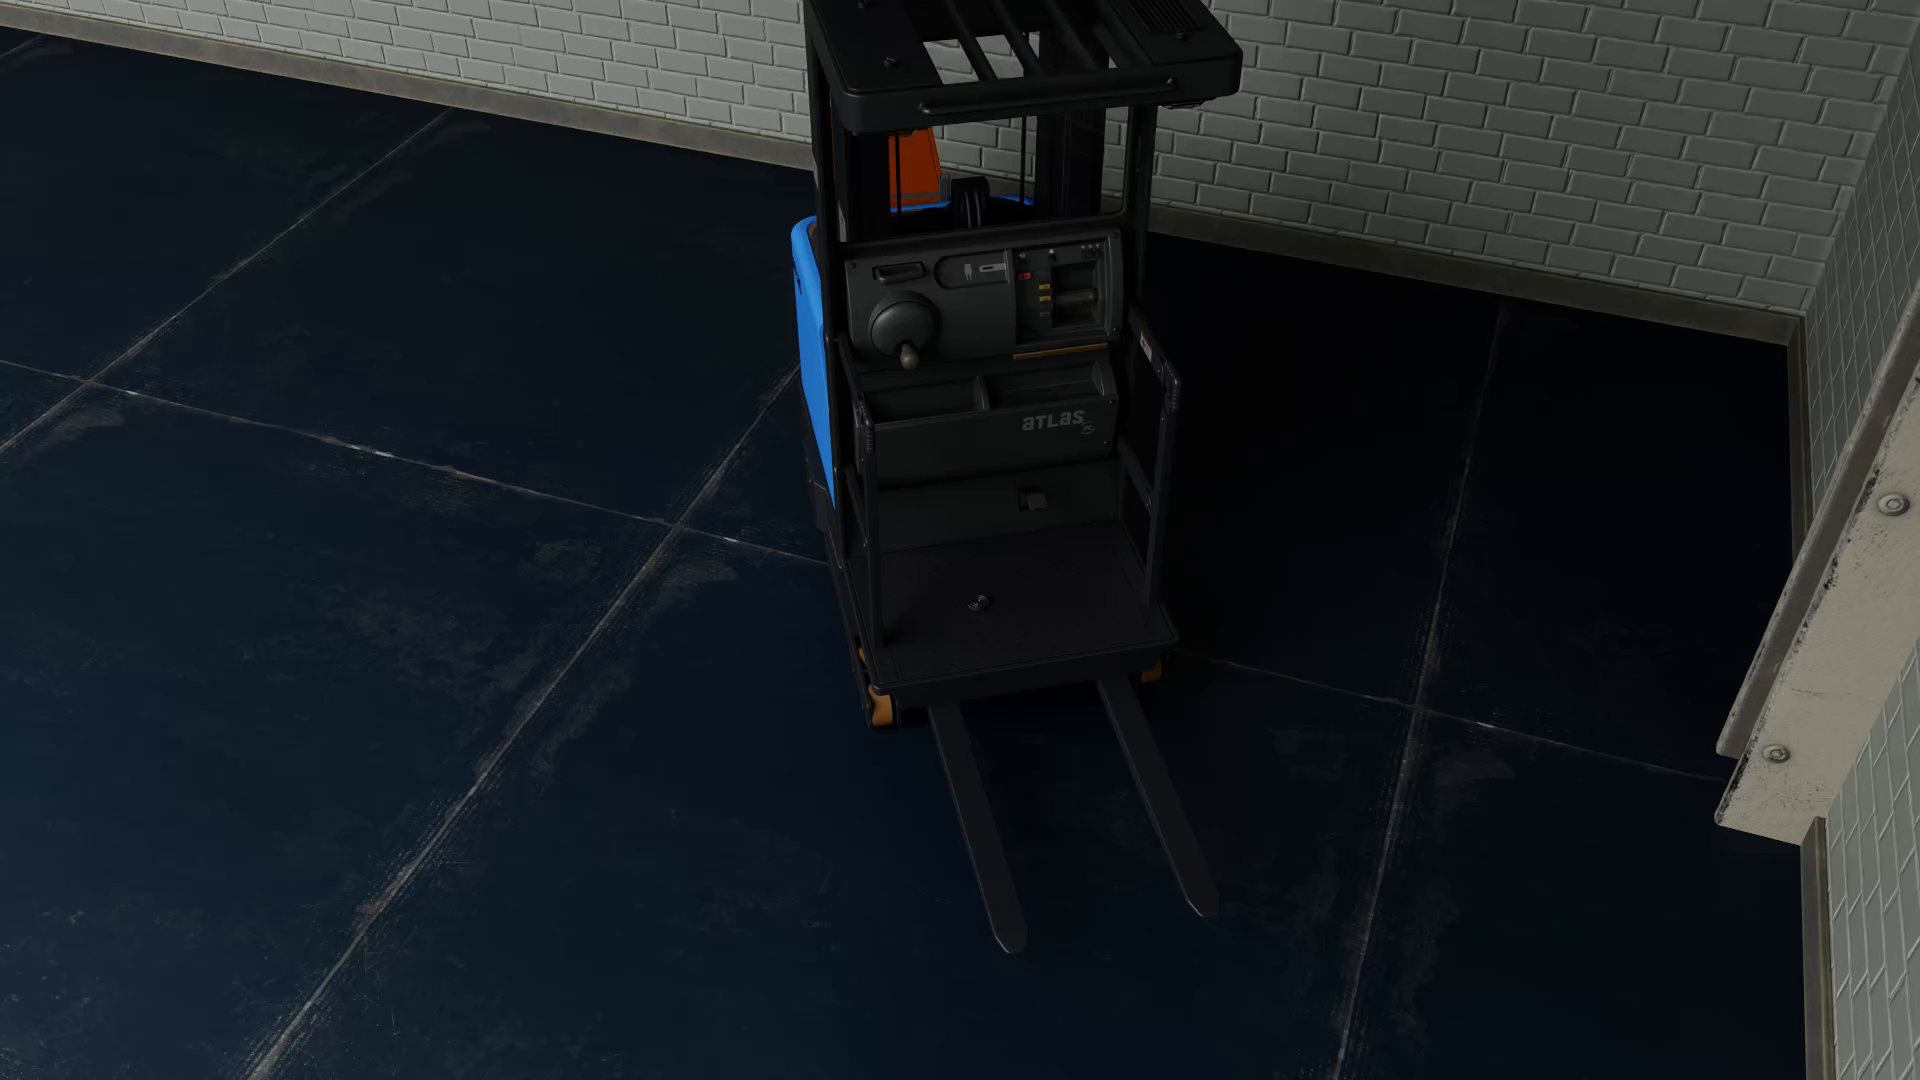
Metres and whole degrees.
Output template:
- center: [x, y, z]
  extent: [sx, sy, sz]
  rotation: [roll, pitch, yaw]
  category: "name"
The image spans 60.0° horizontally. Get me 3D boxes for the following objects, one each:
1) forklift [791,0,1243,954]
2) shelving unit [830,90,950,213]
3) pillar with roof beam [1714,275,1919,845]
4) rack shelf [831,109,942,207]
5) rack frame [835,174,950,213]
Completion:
- center: [0.137, -0.718, 5.333]
  extent: [1.130, 2.935, 3.031]
  rotation: [-8, 41, -10]
  category: "forklift"
- center: [-0.349, -1.360, 7.478]
  extent: [0.538, 1.125, 1.048]
  rotation: [-4, 41, -5]
  category: "shelving unit"
- center: [-1.280, -3.506, 3.926]
  extent: [9.100, 9.000, 0.400]
  rotation: [13, 42, 15]
  category: "pillar with roof beam"
- center: [-0.349, -1.583, 7.288]
  extent: [0.538, 0.278, 1.000]
  rotation: [-4, 41, -5]
  category: "rack shelf"
- center: [-0.292, -1.032, 7.093]
  extent: [0.500, 1.125, 0.032]
  rotation: [-4, 41, -5]
  category: "rack frame"
